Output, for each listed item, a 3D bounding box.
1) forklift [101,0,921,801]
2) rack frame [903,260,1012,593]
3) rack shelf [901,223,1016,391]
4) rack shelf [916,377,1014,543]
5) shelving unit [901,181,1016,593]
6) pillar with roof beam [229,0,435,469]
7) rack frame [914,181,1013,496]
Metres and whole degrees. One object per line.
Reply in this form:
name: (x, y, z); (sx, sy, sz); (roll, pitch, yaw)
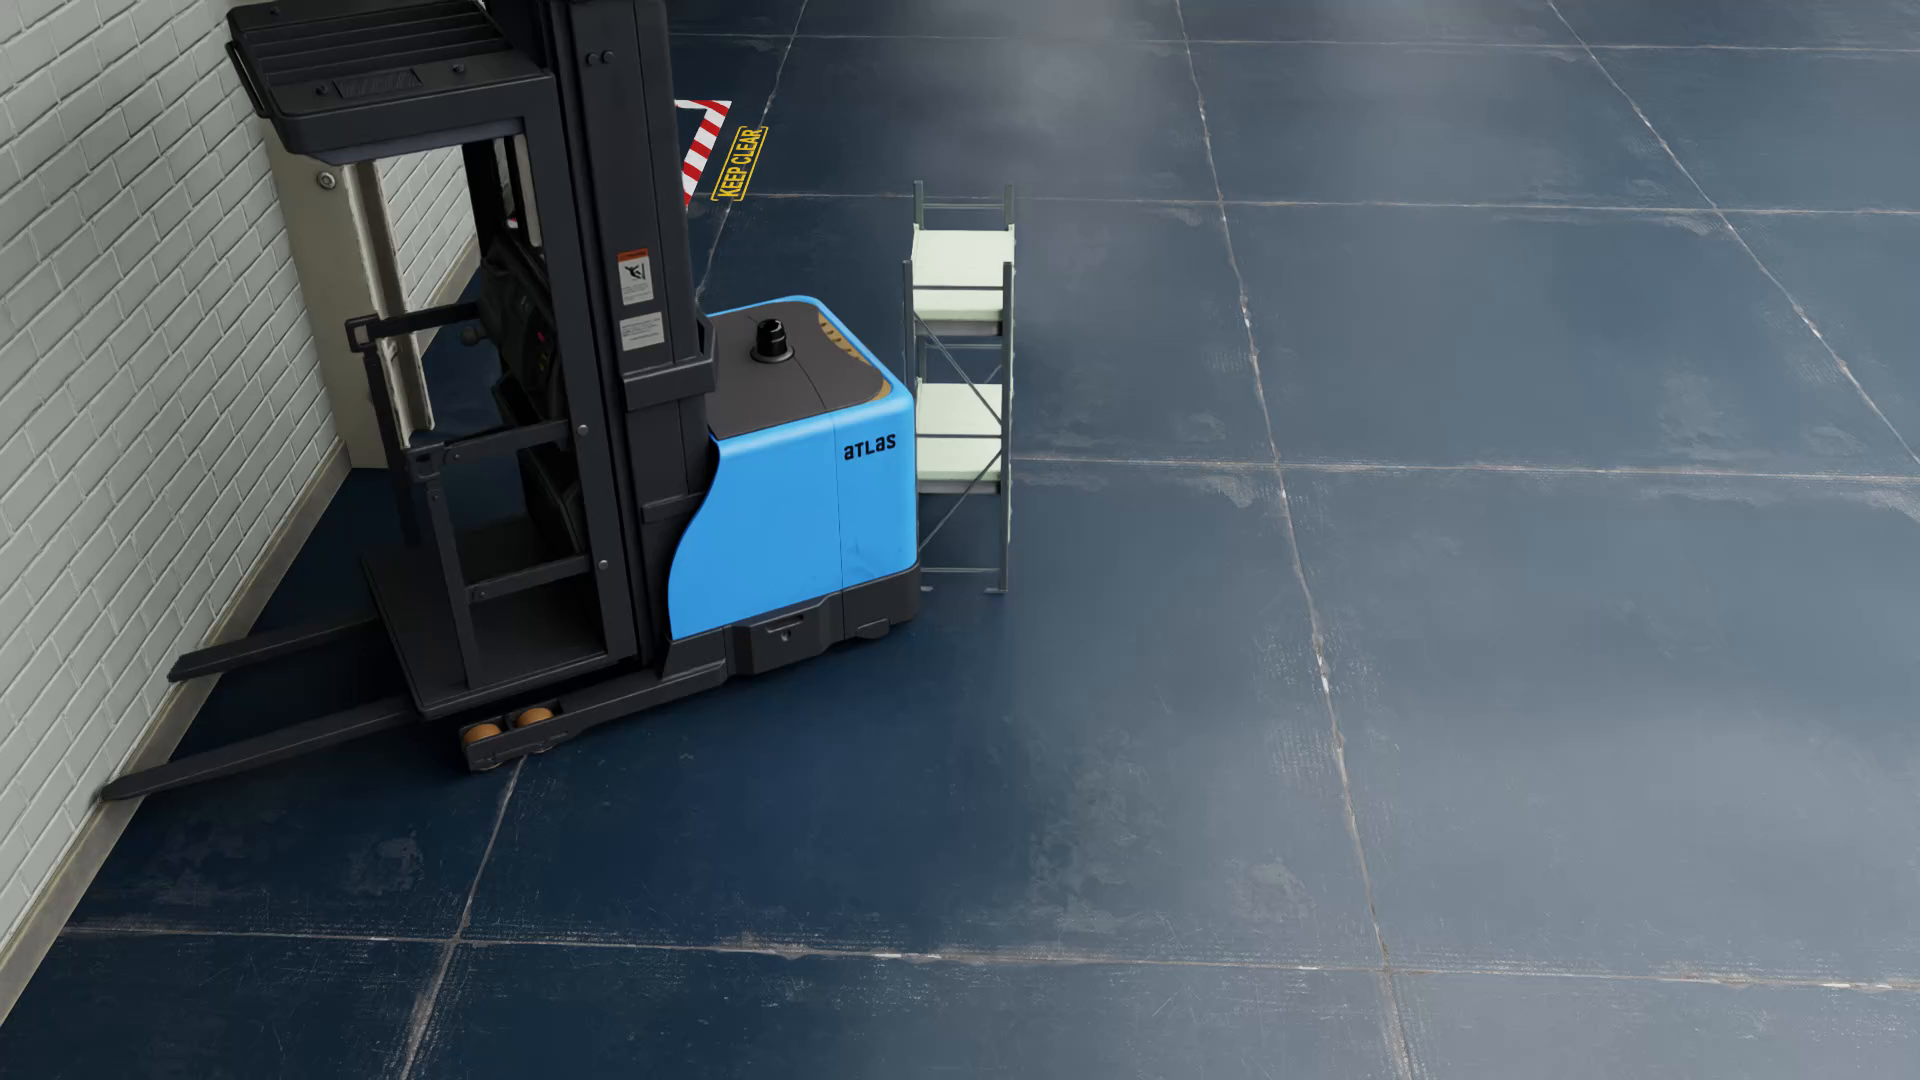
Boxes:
forklift: (-1.706, -0.711, 5.712); (3.031, 2.935, 1.130); (-17, 38, -22)
rack frame: (-0.005, -0.403, 6.518); (0.400, 1.500, 0.023); (1, 35, 2)
rack shelf: (0.005, -0.933, 6.593); (0.431, 0.370, 0.720); (1, 35, 2)
rack shelf: (0.008, -0.347, 7.005); (0.431, 0.370, 0.720); (1, 35, 2)
shelving unit: (0.006, -0.614, 6.817); (0.431, 1.500, 0.755); (1, 35, 2)
pillar with roof beam: (1.601, -4.032, 5.161); (9.100, 9.000, 0.400); (1, 35, 2)
rack frame: (0.018, -0.824, 7.117); (0.400, 1.500, 0.023); (1, 35, 2)
